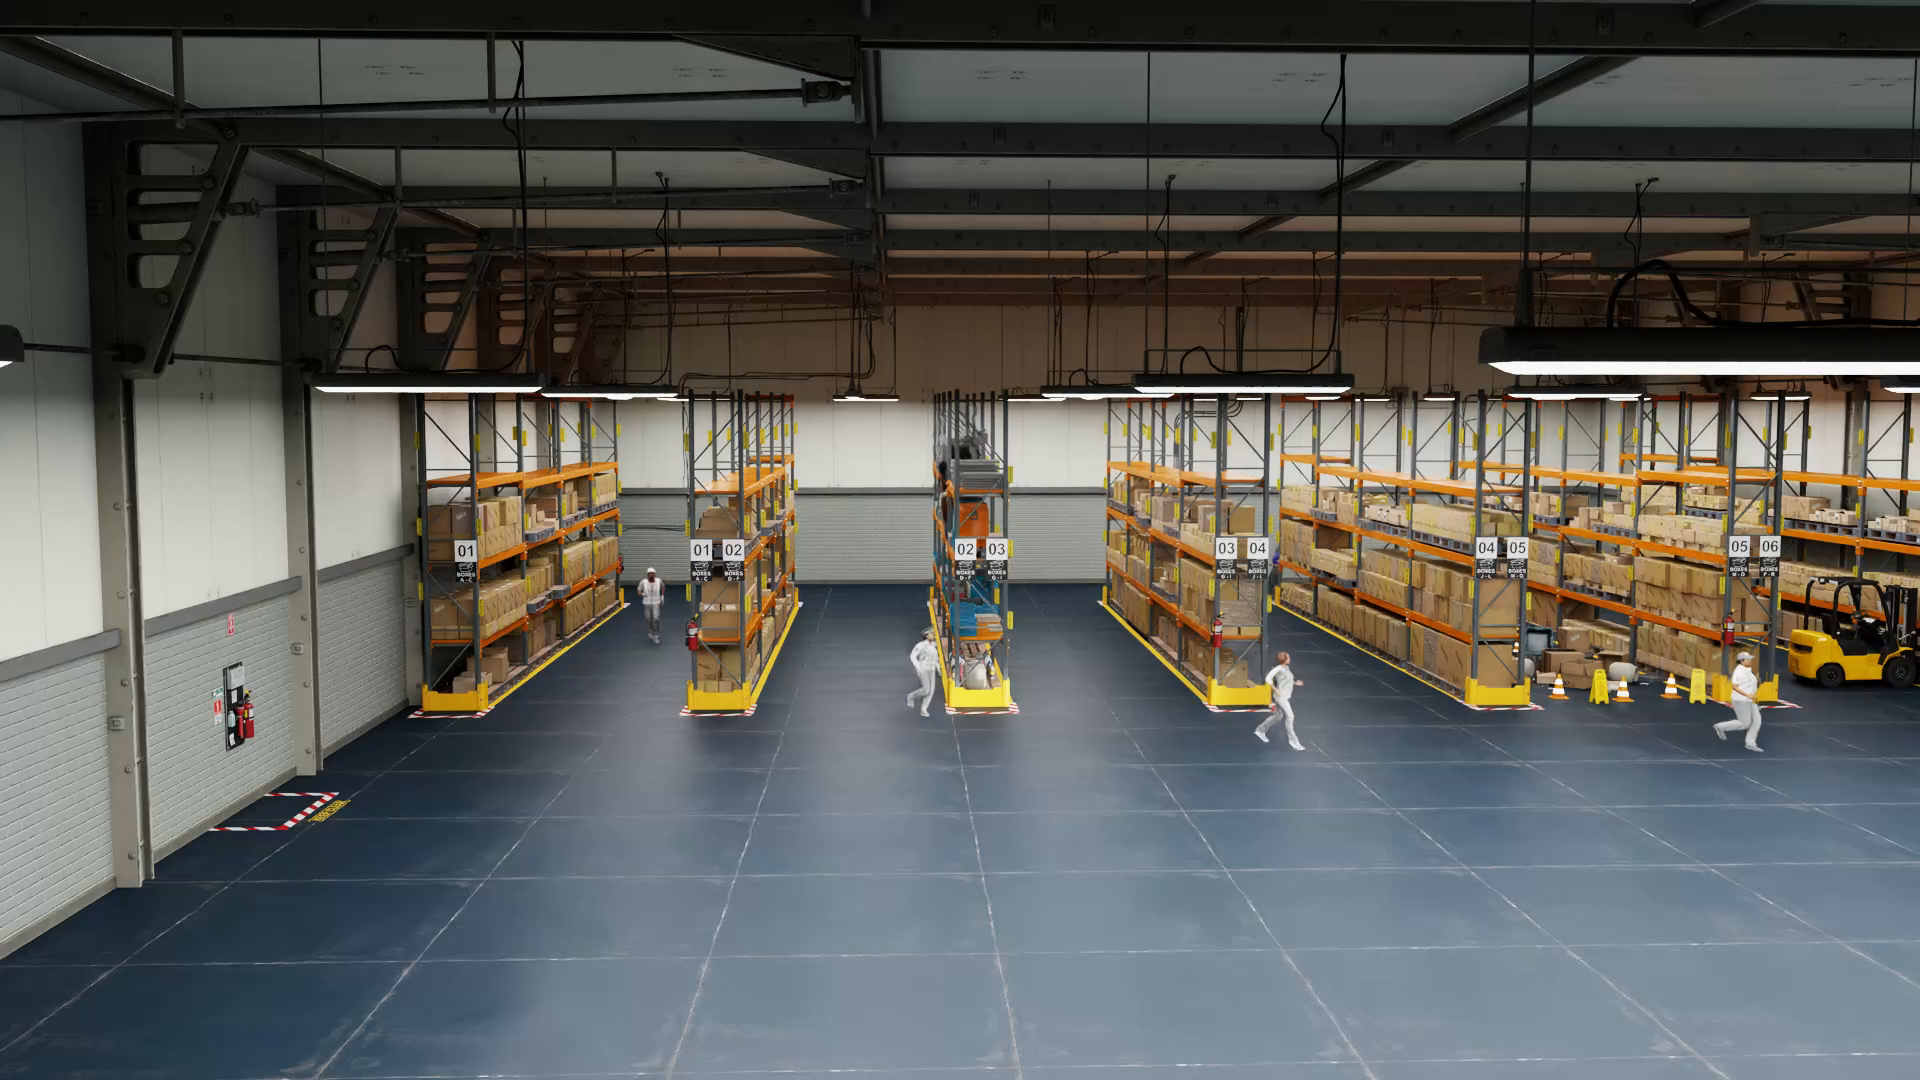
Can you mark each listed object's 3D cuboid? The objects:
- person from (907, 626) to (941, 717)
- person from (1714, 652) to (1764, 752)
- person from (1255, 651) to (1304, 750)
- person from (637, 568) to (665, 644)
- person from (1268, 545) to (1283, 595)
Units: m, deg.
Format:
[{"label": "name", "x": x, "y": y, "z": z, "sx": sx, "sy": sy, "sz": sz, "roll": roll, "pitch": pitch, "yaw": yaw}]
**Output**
[{"label": "person", "x": -0.604, "y": 2.405, "z": 30.729, "sx": 0.659, "sy": 1.624, "sz": 0.600, "roll": -4, "pitch": 6, "yaw": -42}, {"label": "person", "x": 12.972, "y": 2.673, "z": 27.619, "sx": 0.764, "sy": 1.651, "sz": 0.616, "roll": 4, "pitch": 6, "yaw": 40}, {"label": "person", "x": 5.342, "y": 2.657, "z": 27.692, "sx": 0.829, "sy": 1.623, "sz": 0.535, "roll": 2, "pitch": 5, "yaw": 21}, {"label": "person", "x": -7.436, "y": 1.584, "z": 40.025, "sx": 0.658, "sy": 1.844, "sz": 0.776, "roll": -1, "pitch": 5, "yaw": -8}, {"label": "person", "x": 9.313, "y": 0.929, "z": 49.179, "sx": 0.569, "sy": 1.639, "sz": 0.711, "roll": 1, "pitch": 5, "yaw": 16}]
